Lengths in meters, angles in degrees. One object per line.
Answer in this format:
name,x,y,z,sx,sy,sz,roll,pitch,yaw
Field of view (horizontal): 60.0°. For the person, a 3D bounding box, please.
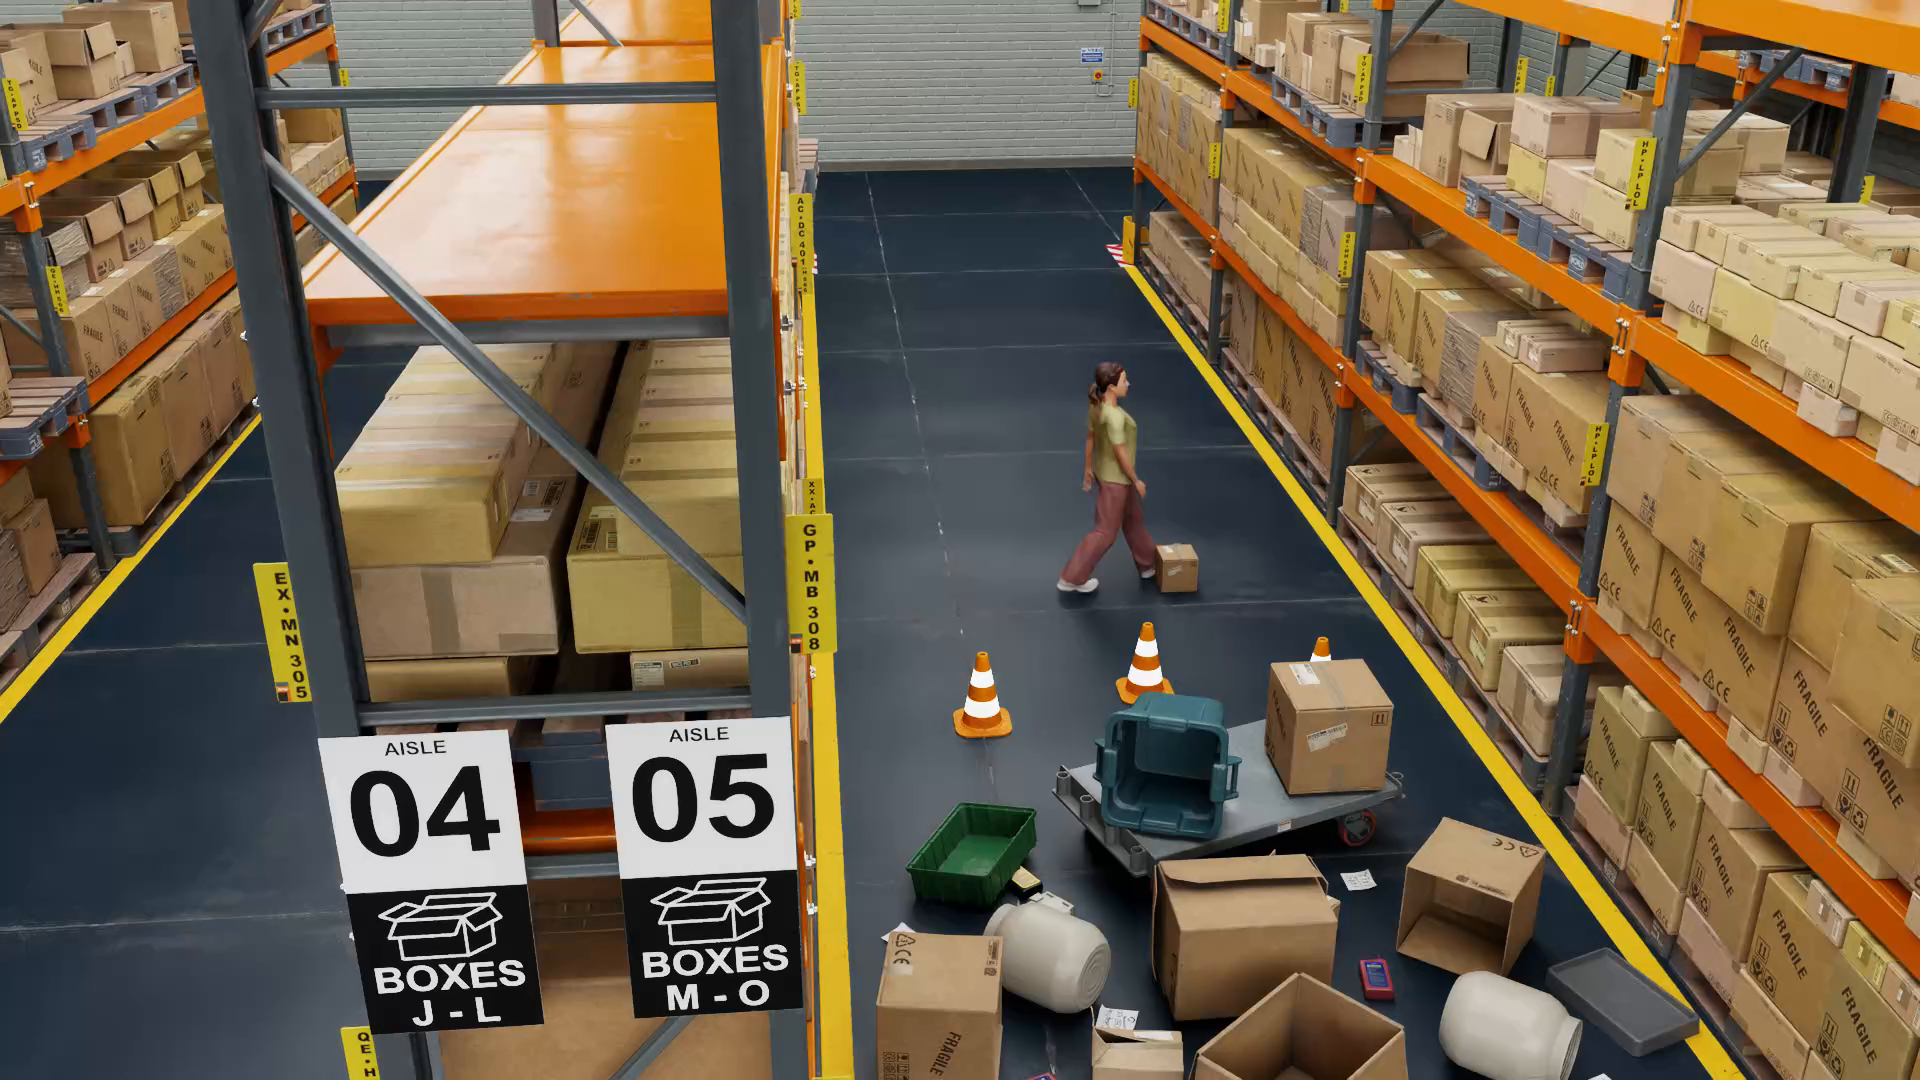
person,1.113,-0.432,11.317,0.954,1.625,0.464,-5,24,-12
